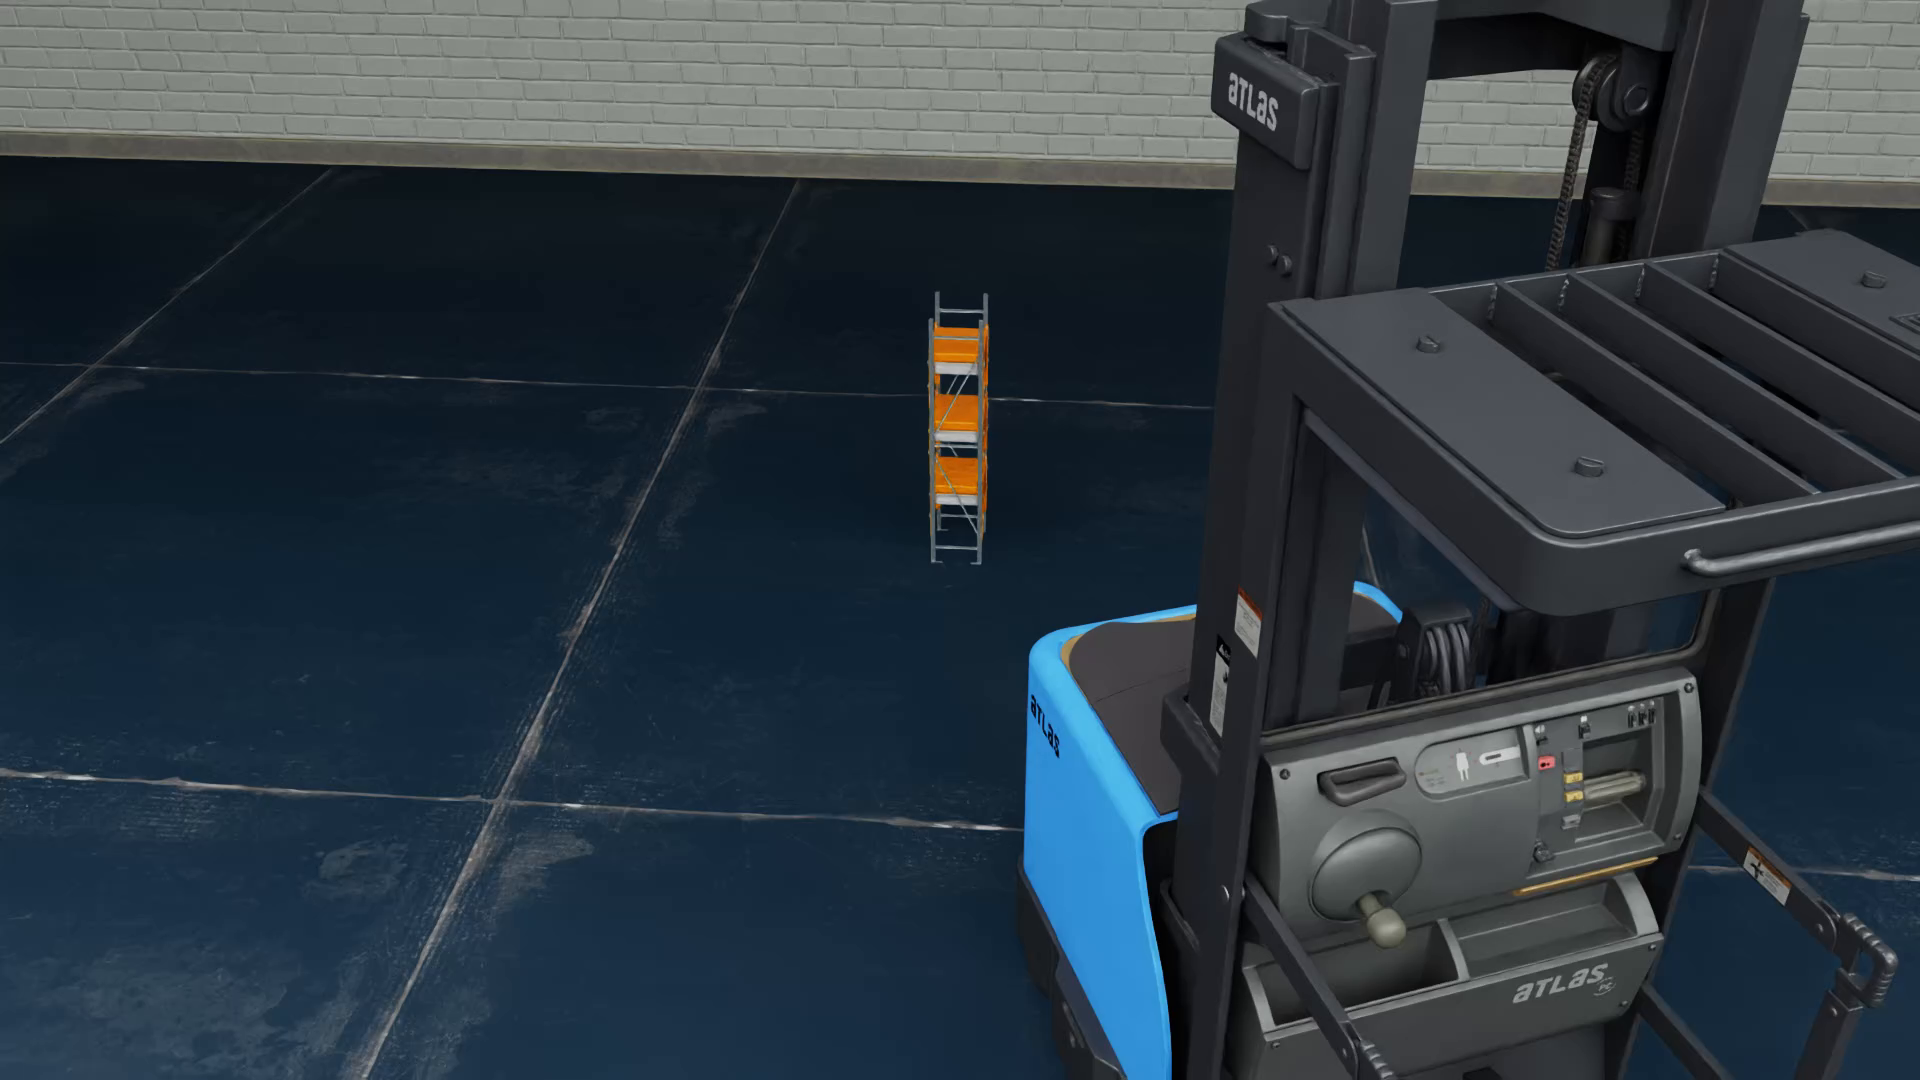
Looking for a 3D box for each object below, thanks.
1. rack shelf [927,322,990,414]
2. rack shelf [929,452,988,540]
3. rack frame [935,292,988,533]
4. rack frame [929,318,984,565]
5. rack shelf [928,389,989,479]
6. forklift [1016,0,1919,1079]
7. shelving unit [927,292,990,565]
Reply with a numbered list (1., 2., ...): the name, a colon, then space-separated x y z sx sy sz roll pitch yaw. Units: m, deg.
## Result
1. rack shelf: -0.004 -0.652 6.286 0.215 0.259 0.240 2 32 4
2. rack shelf: -0.004 -0.173 6.581 0.215 0.259 0.240 2 32 4
3. rack frame: 0.006 -0.483 6.533 0.200 1.050 0.008 2 32 4
4. rack frame: -0.014 -0.355 6.326 0.200 1.050 0.008 2 32 4
5. rack shelf: -0.004 -0.410 6.435 0.215 0.259 0.240 2 32 4
6. forklift: 1.090 0.569 3.033 1.130 2.935 3.031 -9 33 -15
7. shelving unit: -0.004 -0.419 6.429 0.215 1.050 0.252 2 32 4
